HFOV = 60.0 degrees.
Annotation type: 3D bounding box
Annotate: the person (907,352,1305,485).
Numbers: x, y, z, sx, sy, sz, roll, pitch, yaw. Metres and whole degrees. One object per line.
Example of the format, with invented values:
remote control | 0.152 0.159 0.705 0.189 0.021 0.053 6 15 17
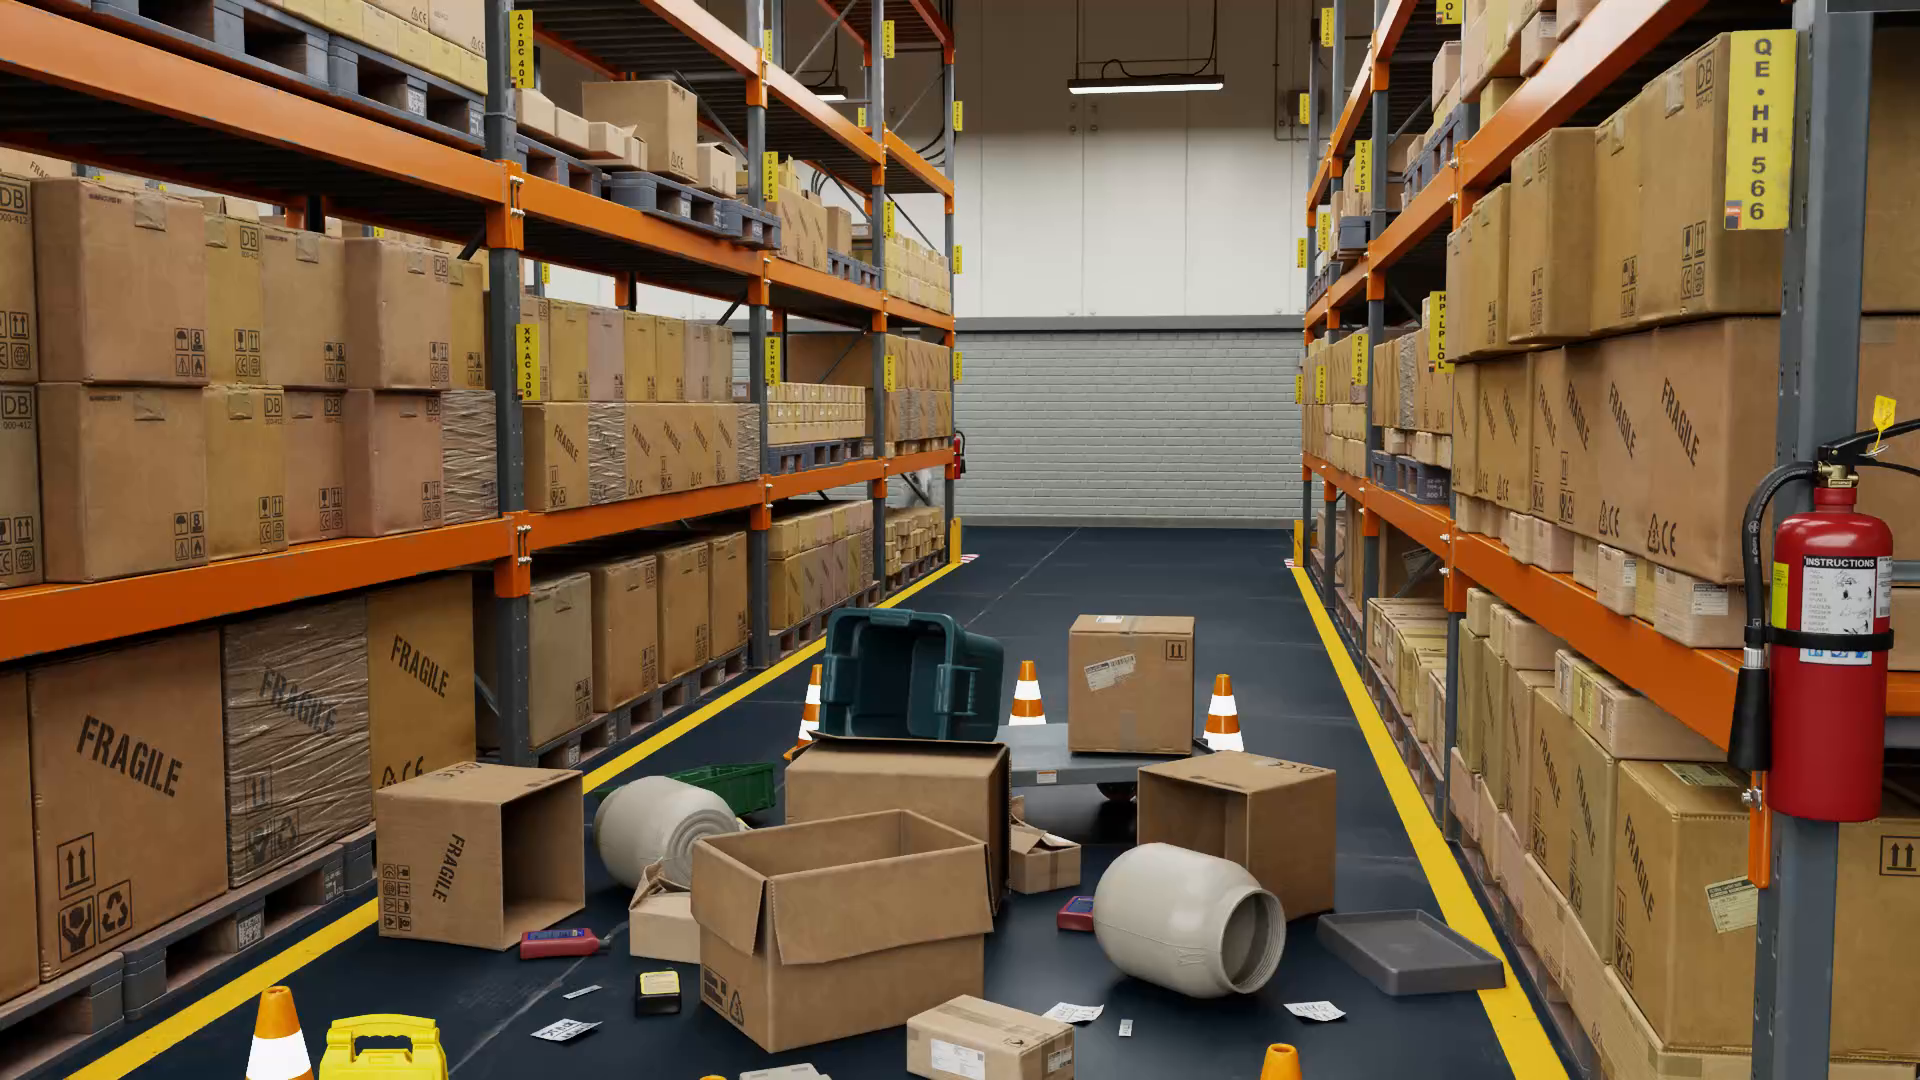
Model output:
person | 1.156 -1.330 13.645 5.811 2.357 21.904 1 5 9
